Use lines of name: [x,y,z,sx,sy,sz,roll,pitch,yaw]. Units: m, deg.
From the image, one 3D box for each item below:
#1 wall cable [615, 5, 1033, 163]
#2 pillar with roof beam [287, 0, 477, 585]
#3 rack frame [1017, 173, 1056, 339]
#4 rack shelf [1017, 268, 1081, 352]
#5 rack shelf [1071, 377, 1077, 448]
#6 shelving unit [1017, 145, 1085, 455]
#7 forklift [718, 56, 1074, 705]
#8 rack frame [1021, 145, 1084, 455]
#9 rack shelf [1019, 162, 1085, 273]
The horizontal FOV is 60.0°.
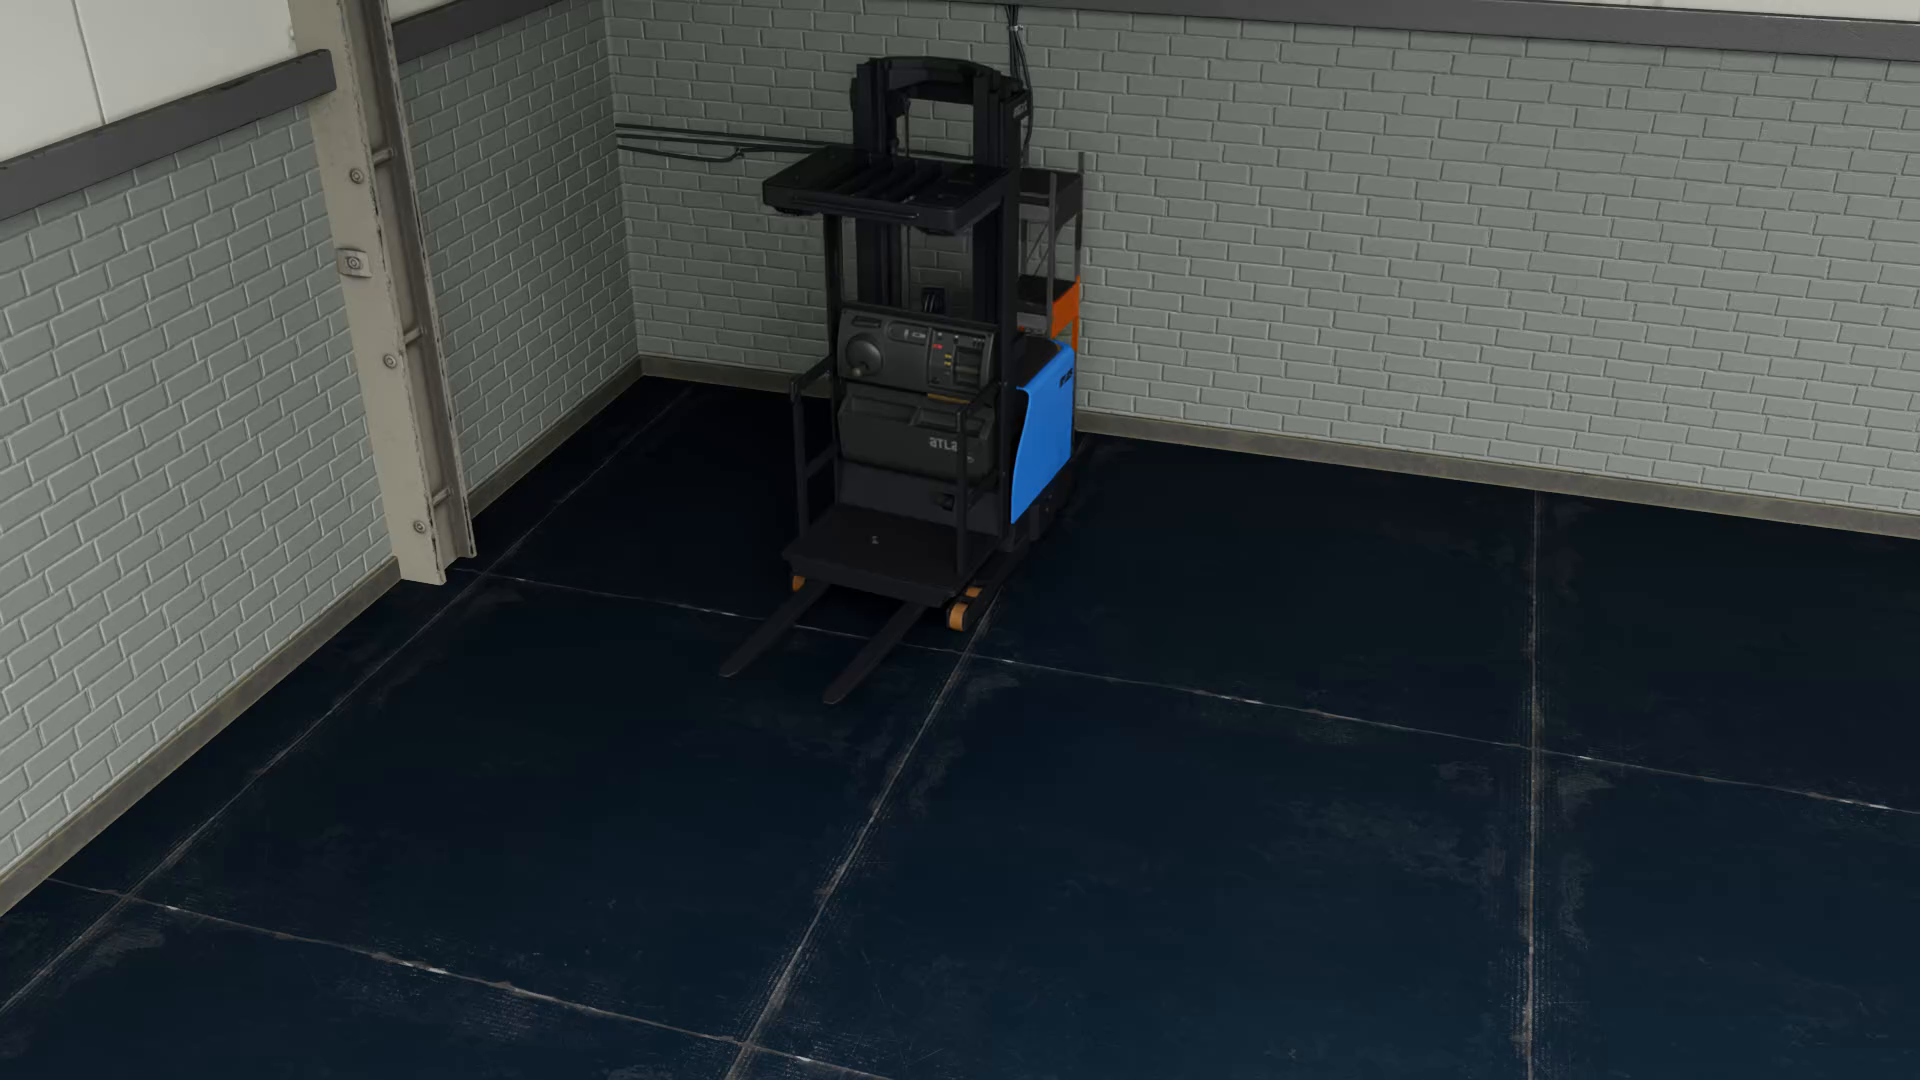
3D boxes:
wall cable: [-1.017,-3.602,10.697,3.097,2.526,0.112,8,30,15]
pillar with roof beam: [0.970,-3.164,6.717,9.100,9.000,0.400,8,30,15]
rack frame: [0.387,-1.298,10.459,0.400,2.100,0.015,12,31,21]
rack shelf: [0.485,-1.395,10.661,0.431,0.518,0.480,12,31,21]
rack shelf: [0.485,-0.783,11.002,0.431,0.518,0.480,12,31,21]
shelving unit: [0.485,-1.407,10.655,0.431,2.100,0.503,12,31,21]
forklift: [-0.336,-1.001,9.069,1.130,2.935,3.031,12,31,21]
rack frame: [0.584,-1.516,10.850,0.400,2.100,0.015,12,31,21]
rack shelf: [0.485,-2.007,10.321,0.431,0.518,0.480,12,31,21]
